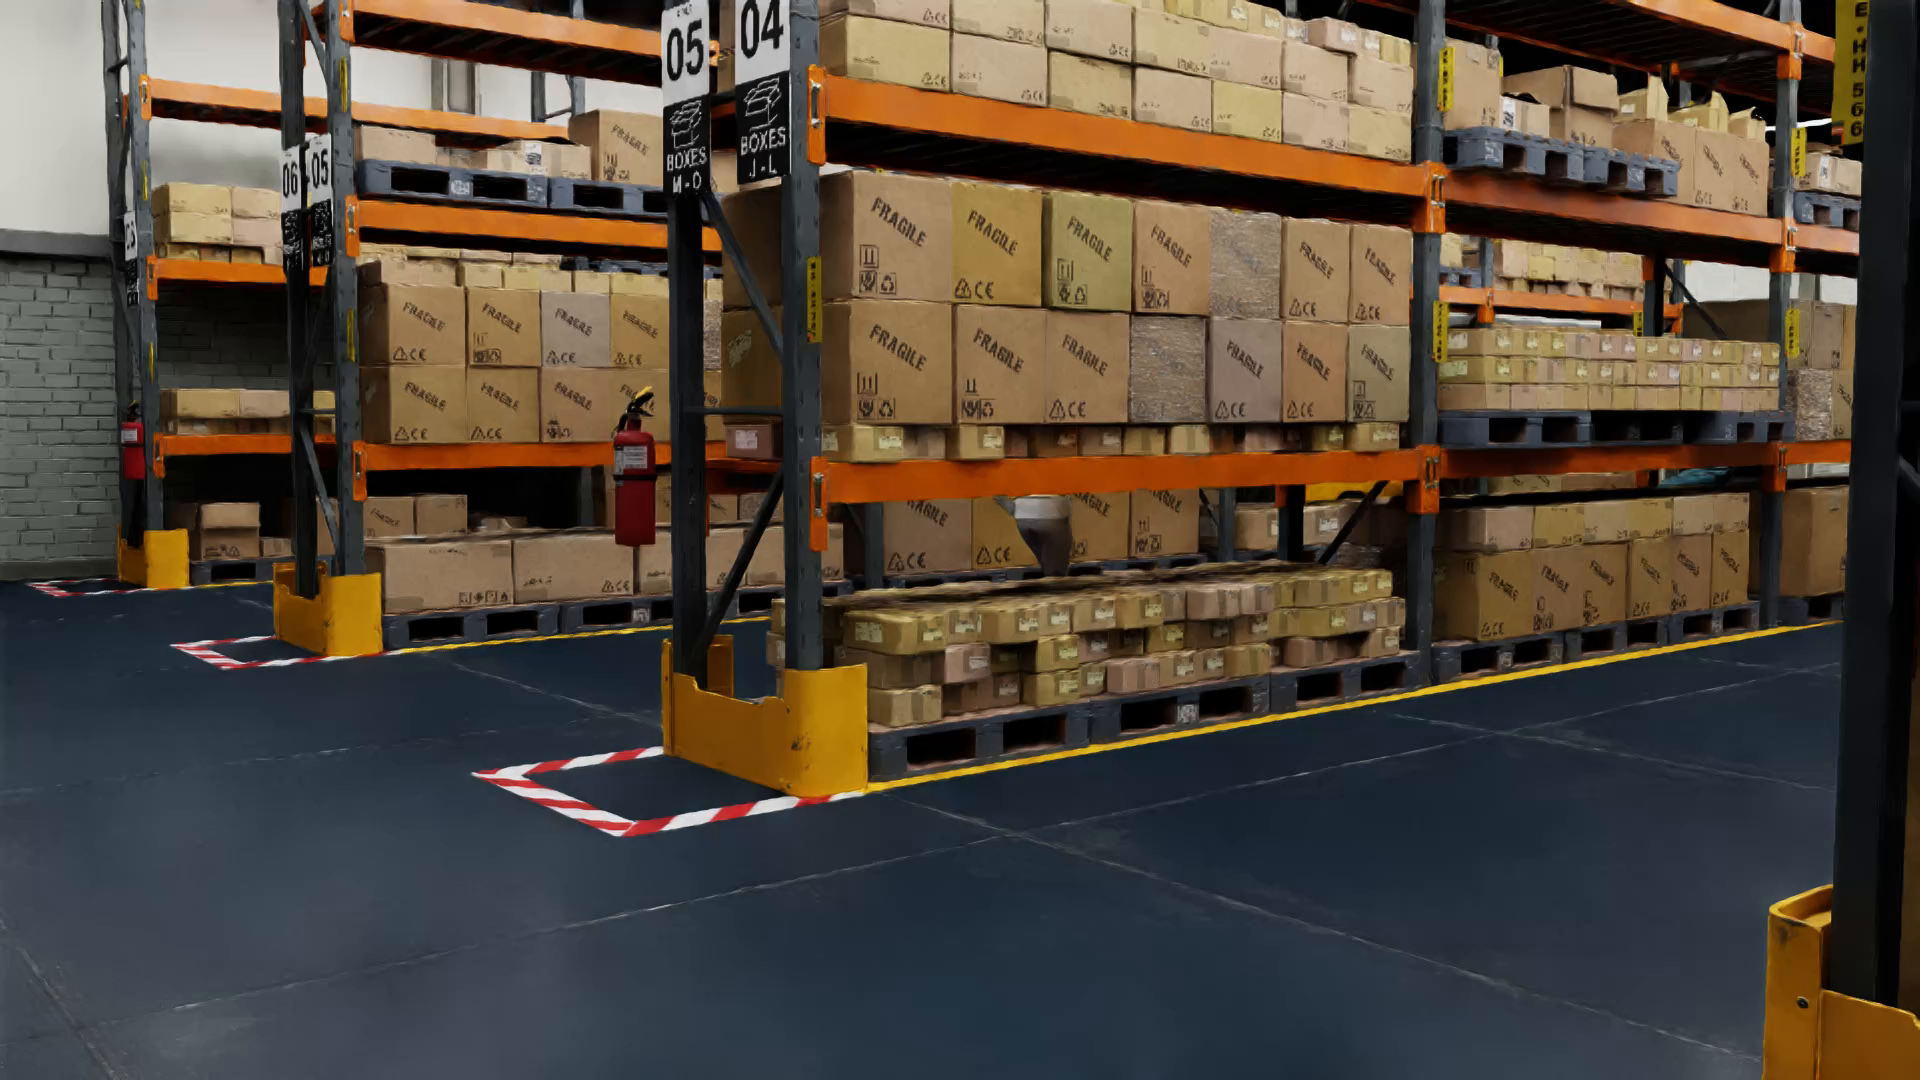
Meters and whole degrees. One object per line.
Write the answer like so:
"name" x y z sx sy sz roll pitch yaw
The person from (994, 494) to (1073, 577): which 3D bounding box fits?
"person" 0.574 -0.106 10.041 0.802 1.673 0.574 -3 6 -38
